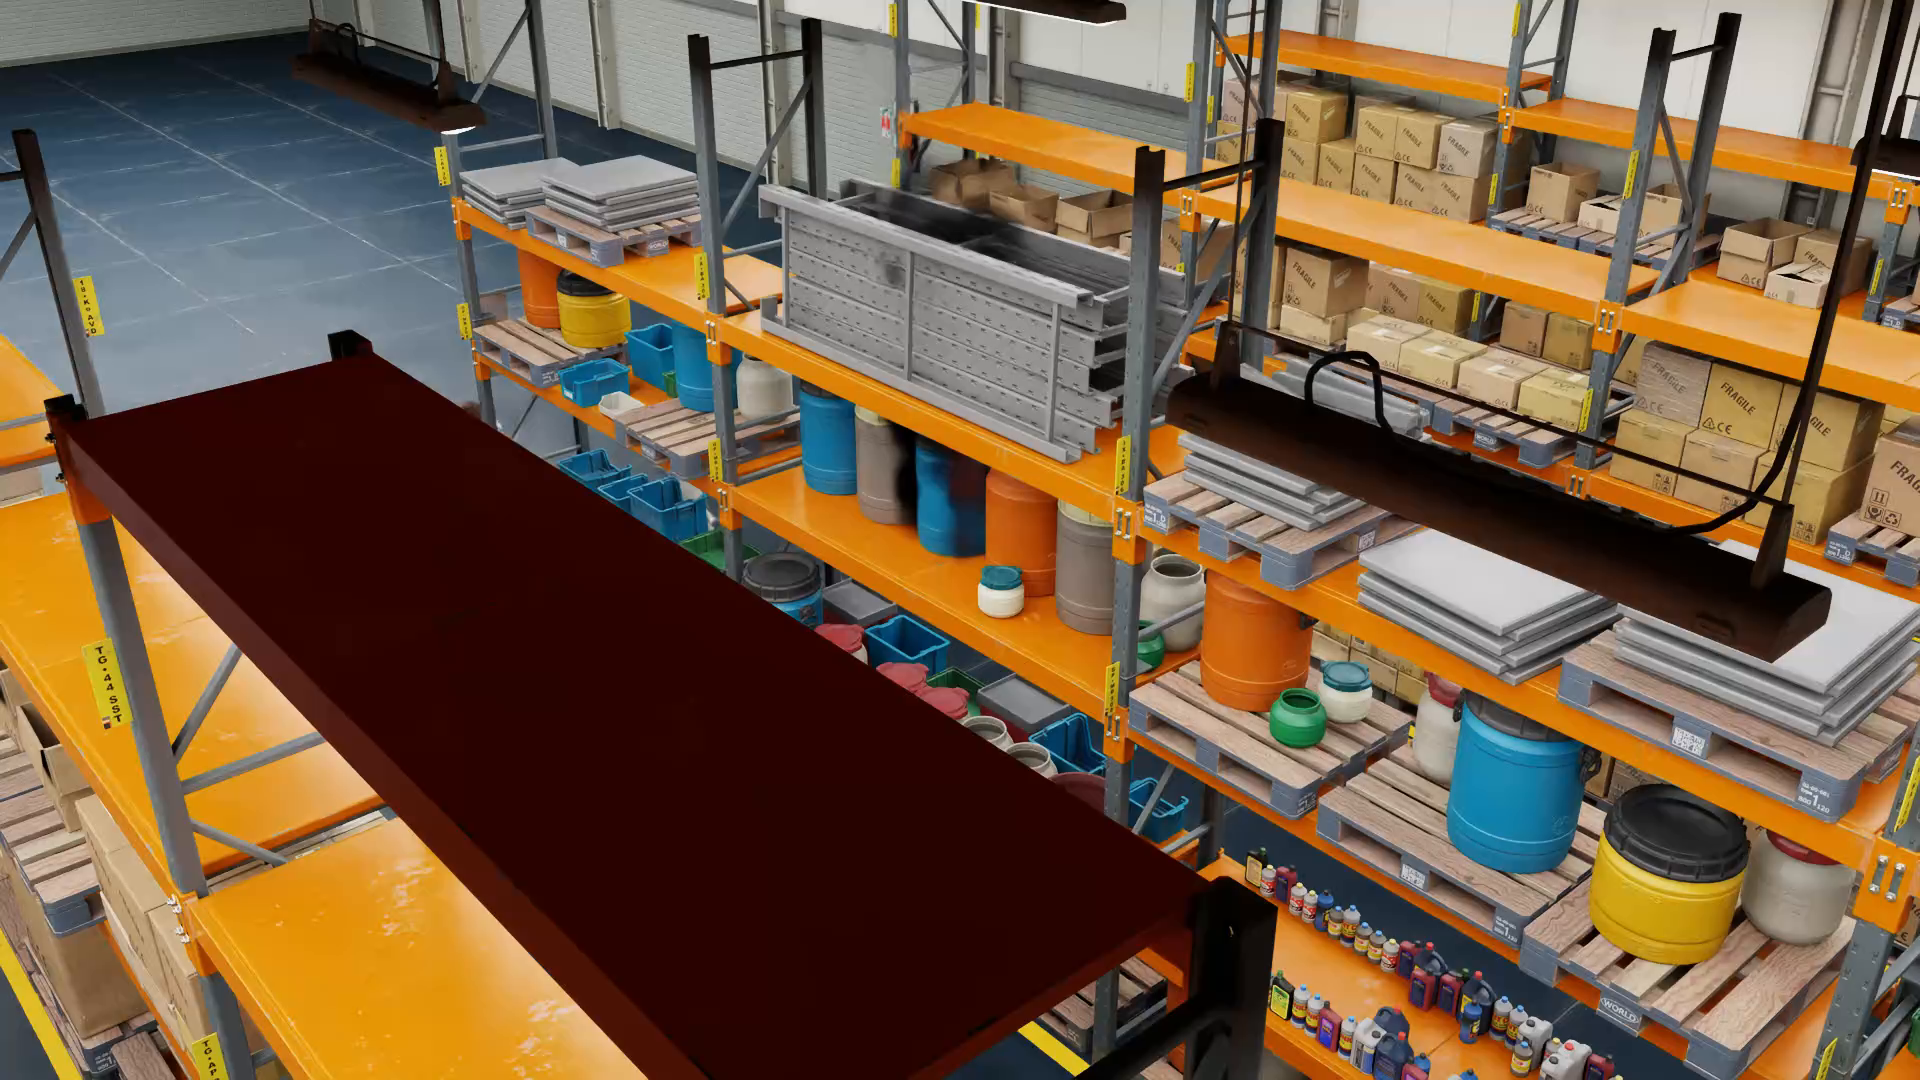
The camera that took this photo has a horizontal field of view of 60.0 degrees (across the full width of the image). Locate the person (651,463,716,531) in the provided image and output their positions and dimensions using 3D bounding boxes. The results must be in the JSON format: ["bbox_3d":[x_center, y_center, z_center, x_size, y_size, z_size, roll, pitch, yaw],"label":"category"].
[{"bbox_3d":[-2.855,-0.682,17.007,0.662,1.732,0.712,10,29,18],"label":"person"}]

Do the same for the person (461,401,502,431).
[{"bbox_3d":[-4.922,-0.709,17.236,0.644,1.614,0.536,-7,28,-14],"label":"person"}]
